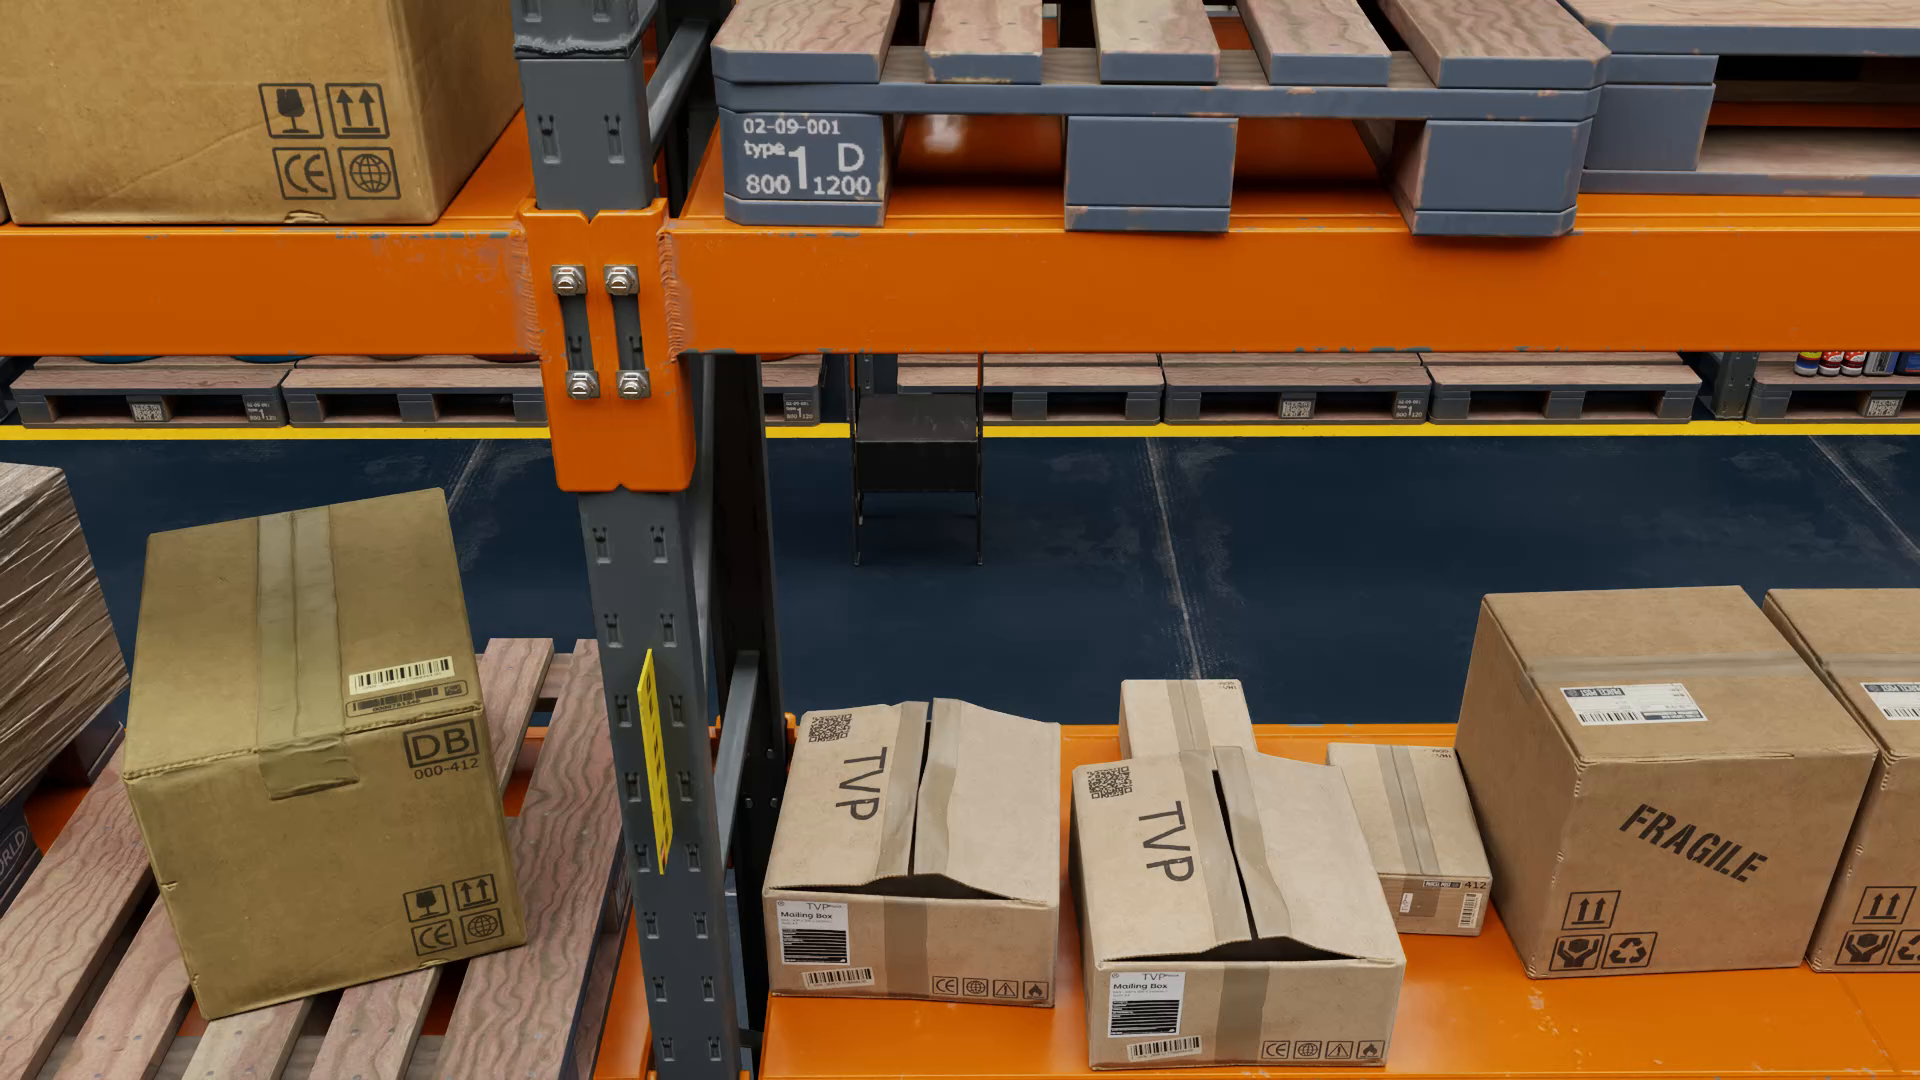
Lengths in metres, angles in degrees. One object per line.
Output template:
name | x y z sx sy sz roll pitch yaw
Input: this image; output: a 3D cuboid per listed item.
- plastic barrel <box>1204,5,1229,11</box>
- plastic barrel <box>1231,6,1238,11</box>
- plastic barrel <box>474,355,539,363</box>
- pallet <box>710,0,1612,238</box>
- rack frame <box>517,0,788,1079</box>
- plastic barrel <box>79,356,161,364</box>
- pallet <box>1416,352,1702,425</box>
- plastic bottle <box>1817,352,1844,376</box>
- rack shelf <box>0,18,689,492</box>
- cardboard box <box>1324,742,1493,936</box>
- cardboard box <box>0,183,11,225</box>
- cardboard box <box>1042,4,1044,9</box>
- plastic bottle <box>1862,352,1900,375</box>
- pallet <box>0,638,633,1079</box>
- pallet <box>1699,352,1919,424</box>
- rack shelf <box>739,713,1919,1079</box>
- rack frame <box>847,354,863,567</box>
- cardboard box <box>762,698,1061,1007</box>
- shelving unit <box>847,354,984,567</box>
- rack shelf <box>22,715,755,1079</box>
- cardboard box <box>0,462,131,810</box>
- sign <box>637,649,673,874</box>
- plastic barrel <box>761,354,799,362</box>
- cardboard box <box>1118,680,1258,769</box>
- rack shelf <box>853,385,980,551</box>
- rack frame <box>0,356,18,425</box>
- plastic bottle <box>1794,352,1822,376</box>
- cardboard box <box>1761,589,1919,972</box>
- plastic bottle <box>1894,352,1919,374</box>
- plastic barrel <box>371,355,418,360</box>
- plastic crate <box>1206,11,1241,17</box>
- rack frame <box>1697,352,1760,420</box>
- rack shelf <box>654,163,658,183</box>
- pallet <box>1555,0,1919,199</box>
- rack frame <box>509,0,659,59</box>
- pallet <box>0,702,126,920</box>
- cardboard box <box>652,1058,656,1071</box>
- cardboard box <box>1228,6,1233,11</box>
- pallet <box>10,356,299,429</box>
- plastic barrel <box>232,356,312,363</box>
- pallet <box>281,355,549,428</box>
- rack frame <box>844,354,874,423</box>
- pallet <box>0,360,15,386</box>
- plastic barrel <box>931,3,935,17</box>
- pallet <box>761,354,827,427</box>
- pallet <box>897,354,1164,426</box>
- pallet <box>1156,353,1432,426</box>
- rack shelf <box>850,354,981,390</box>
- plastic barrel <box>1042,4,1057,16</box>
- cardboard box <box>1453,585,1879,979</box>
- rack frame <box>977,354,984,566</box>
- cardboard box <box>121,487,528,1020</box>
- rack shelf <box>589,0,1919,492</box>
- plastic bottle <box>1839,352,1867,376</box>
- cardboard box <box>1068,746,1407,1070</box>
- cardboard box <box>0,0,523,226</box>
plastic barrel | 0.988 -2.243 7.447 0.421 0.512 0.421 0 31 0
plastic barrel | 1.415 -2.258 7.448 0.433 0.535 0.433 0 31 0
plastic barrel | -2.079 -1.215 7.780 0.708 0.588 0.600 0 31 0
pallet | 0.244 -0.761 2.402 1.003 0.211 1.213 1 31 2
rack frame | -0.434 0.489 3.052 0.127 3.000 1.000 0 31 0
plastic barrel | -3.916 -1.343 7.689 0.708 0.901 0.600 0 31 0
pallet | 2.755 -0.878 7.993 1.213 0.211 1.003 0 31 0
plastic bottle | 3.963 -0.858 7.546 0.097 0.201 0.097 0 31 0
rack shelf | -2.434 -0.479 2.450 4.000 0.370 1.077 0 31 0
cardboard box | 0.841 0.564 3.171 0.250 0.149 0.380 2 31 3
cardboard box | -1.380 -0.815 2.214 0.500 0.500 0.910 0 31 0
cardboard box | 0.734 -3.789 12.089 0.500 0.500 0.700 -3 31 -4
plastic bottle | 4.184 -0.905 7.551 0.135 0.276 0.152 1 31 2
pallet | -1.111 0.610 3.038 1.003 0.211 1.213 0 31 0
pallet | 4.212 -0.881 7.998 1.213 0.211 1.003 0 31 0
rack shelf | 1.566 0.791 3.249 4.000 0.370 1.077 0 31 0
rack frame | -0.410 -0.896 6.203 0.015 2.100 0.400 0 31 0
cardboard box | -0.070 0.549 3.039 0.500 0.311 0.500 2 31 3
shelving unit | -0.166 -0.897 6.204 0.503 2.100 0.431 0 31 0
rack shelf | -2.434 0.803 3.228 4.000 0.370 1.077 0 31 0
cardboard box | -1.979 0.231 2.976 0.500 0.500 0.700 6 32 9
sign | -0.421 0.310 2.308 0.005 0.325 0.100 0 31 0
plastic barrel | -0.949 -1.321 7.723 0.708 0.830 0.600 0 31 0
cardboard box | 0.464 0.451 3.358 0.250 0.149 0.380 0 31 0
rack shelf | -0.166 -0.287 6.575 0.480 0.518 0.431 0 31 0
rack frame | -4.460 -2.067 7.266 0.127 3.000 1.000 0 31 0
plastic bottle | 3.861 -0.888 7.527 0.097 0.271 0.097 0 31 0
cardboard box | 1.770 0.431 3.051 0.500 0.500 0.500 0 31 0
plastic bottle | 4.349 -0.935 7.529 0.185 0.351 0.144 1 31 1
plastic barrel | -2.643 -1.134 7.721 0.421 0.512 0.421 0 31 0
plastic crate | 1.158 -1.954 7.017 0.583 0.464 0.402 0 31 0
rack frame | 3.540 -2.092 7.307 0.127 3.000 1.000 0 31 0
rack shelf | -2.460 -1.766 7.463 4.000 0.370 1.077 0 31 0
pallet | 1.362 -0.766 2.411 1.213 0.211 1.003 1 31 2
rack frame | -0.434 -2.075 1.495 0.127 3.000 1.000 0 31 0
pallet | -2.379 0.580 3.087 1.213 0.211 1.003 0 31 0
cardboard box | -0.891 1.223 3.828 0.500 0.500 0.500 1 31 2
cardboard box | 1.859 -3.797 12.101 0.500 0.500 0.700 -3 31 -5
pallet | -3.688 -0.856 7.957 1.213 0.211 1.003 0 31 0
plastic barrel | -3.208 -1.345 7.693 0.708 0.901 0.600 0 31 0
pallet | -2.465 -0.861 7.966 1.213 0.211 1.003 0 31 0
rack frame | -0.460 -2.080 7.286 0.127 3.000 1.000 0 31 0
pallet | -5.195 -0.853 7.952 1.213 0.211 1.003 0 31 0
plastic barrel | 0.002 -2.297 7.513 0.708 0.536 0.600 0 31 0
pallet | -1.248 -0.864 7.970 1.213 0.211 1.003 0 31 0
pallet | 0.315 -0.870 7.981 1.213 0.211 1.003 0 31 0
pallet | 1.532 -0.872 7.984 1.213 0.211 1.003 0 31 0
rack shelf | -0.166 -0.886 6.212 0.480 0.518 0.431 0 31 0
plastic barrel | 0.567 -2.242 7.445 0.421 0.512 0.421 0 31 0
cardboard box | 1.244 0.433 3.048 0.500 0.500 0.500 -2 31 -3
rack frame | 0.078 -0.898 6.206 0.015 2.100 0.400 0 31 0
cardboard box | -1.063 0.328 2.817 0.500 0.500 0.700 -11 33 -17
rack shelf | 1.566 -0.492 2.470 4.000 0.370 1.077 0 31 0
plastic bottle | 4.064 -0.858 7.547 0.097 0.201 0.097 0 31 0
cardboard box | 0.461 0.625 2.914 0.500 0.311 0.500 -1 31 -1
cardboard box | -0.870 -0.817 2.217 0.500 0.500 0.910 0 31 0
